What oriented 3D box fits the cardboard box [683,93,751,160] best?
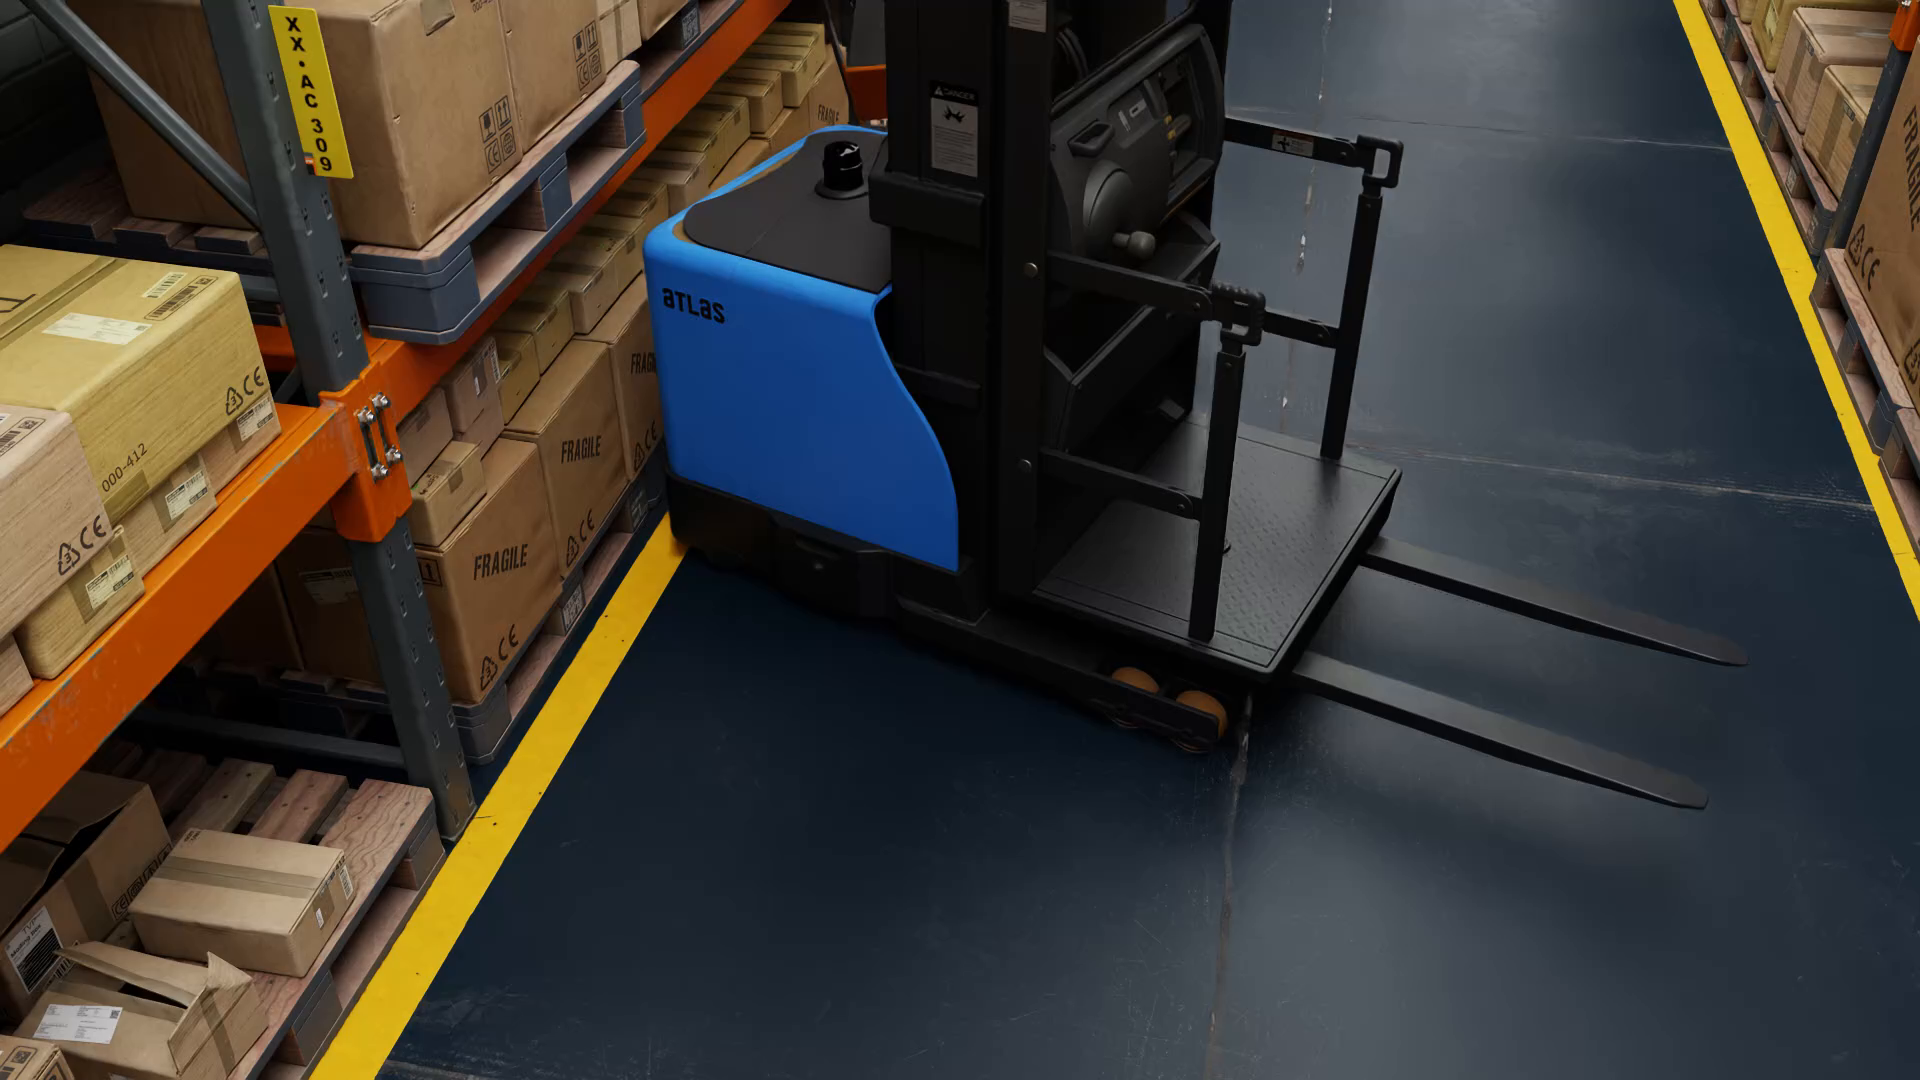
[{"bbox_3d":[-0.976,-1.493,5.973,0.380,0.149,0.250,8,37,11],"label":"cardboard box"}]

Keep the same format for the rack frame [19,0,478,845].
[{"bbox_3d":[-1.745,-0.545,3.446,1.000,3.000,0.127,7,37,10],"label":"rack frame"}]

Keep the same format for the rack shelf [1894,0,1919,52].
[{"bbox_3d":[3.532,-0.780,4.384,1.077,0.370,4.000,7,37,10],"label":"rack shelf"}]

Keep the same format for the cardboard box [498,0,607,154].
[{"bbox_3d":[-1.312,-1.302,4.047,0.700,0.500,0.500,8,37,10],"label":"cardboard box"}]

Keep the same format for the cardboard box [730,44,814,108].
[{"bbox_3d":[-0.776,-1.784,6.374,0.380,0.149,0.250,6,36,8],"label":"cardboard box"}]

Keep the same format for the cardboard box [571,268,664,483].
[{"bbox_3d":[-1.207,-0.544,5.217,0.500,0.500,0.500,6,36,9],"label":"cardboard box"}]

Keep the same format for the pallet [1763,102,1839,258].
[{"bbox_3d":[4.128,-1.537,7.191,1.003,0.211,1.213,7,37,10],"label":"pallet"}]

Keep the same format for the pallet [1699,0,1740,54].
[{"bbox_3d":[4.649,-2.936,9.121,1.003,0.211,1.213,7,37,10],"label":"pallet"}]

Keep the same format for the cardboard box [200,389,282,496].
[{"bbox_3d":[-1.566,-0.229,3.224,0.380,0.149,0.250,8,37,11],"label":"cardboard box"}]

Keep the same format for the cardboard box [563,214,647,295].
[{"bbox_3d":[-1.190,-0.894,5.147,0.380,0.149,0.250,9,37,12],"label":"cardboard box"}]

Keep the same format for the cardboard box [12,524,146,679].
[{"bbox_3d":[-1.632,0.075,2.804,0.380,0.149,0.250,8,37,11],"label":"cardboard box"}]

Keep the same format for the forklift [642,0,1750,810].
[{"bbox_3d":[0.636,-0.974,4.096,3.031,2.935,1.130,19,40,24],"label":"forklift"}]

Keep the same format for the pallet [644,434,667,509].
[{"bbox_3d":[-1.349,-0.589,5.882,1.003,0.211,1.213,7,37,10],"label":"pallet"}]

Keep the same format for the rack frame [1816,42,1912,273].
[{"bbox_3d":[3.960,-2.218,5.755,1.000,3.000,0.127,7,37,10],"label":"rack frame"}]

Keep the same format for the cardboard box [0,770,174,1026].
[{"bbox_3d":[-2.117,0.723,3.630,0.500,0.311,0.500,9,37,12],"label":"cardboard box"}]

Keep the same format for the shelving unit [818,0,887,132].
[{"bbox_3d":[-0.092,-1.588,5.603,0.503,2.100,0.431,-2,60,10],"label":"shelving unit"}]

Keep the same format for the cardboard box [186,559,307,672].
[{"bbox_3d":[-1.929,-0.022,4.496,0.500,0.500,0.500,7,37,10],"label":"cardboard box"}]

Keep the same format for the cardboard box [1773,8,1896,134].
[{"bbox_3d":[4.240,-2.071,7.433,0.950,0.372,0.625,7,36,9],"label":"cardboard box"}]

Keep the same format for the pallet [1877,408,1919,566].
[{"bbox_3d":[3.455,0.051,5.000,1.003,0.211,1.213,7,37,10],"label":"pallet"}]

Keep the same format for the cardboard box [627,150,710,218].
[{"bbox_3d":[-1.059,-1.187,5.552,0.380,0.149,0.250,6,36,8],"label":"cardboard box"}]

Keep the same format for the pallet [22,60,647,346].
[{"bbox_3d":[-1.467,-0.912,4.116,1.003,0.211,1.213,7,37,10],"label":"pallet"}]

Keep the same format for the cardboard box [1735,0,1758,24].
[{"bbox_3d":[4.554,-2.904,8.582,0.950,0.372,0.625,10,37,13],"label":"cardboard box"}]

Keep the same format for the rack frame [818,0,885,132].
[{"bbox_3d":[-0.332,-1.580,5.646,0.015,2.100,0.400,-2,60,10],"label":"rack frame"}]

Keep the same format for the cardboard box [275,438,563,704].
[{"bbox_3d":[-1.422,0.048,4.400,0.500,0.500,0.500,9,37,12],"label":"cardboard box"}]

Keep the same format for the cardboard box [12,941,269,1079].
[{"bbox_3d":[-1.653,0.953,3.351,0.396,0.266,0.258,9,37,12],"label":"cardboard box"}]

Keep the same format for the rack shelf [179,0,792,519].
[{"bbox_3d":[-1.317,-1.400,5.239,1.077,0.370,4.000,7,37,10],"label":"rack shelf"}]

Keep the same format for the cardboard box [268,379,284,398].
[{"bbox_3d":[-1.897,-0.364,4.416,0.380,0.149,0.250,7,37,10],"label":"cardboard box"}]

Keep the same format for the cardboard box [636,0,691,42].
[{"bbox_3d":[-1.145,-1.752,4.668,0.700,0.500,0.500,7,37,10],"label":"cardboard box"}]

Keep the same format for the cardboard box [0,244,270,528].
[{"bbox_3d":[-1.615,-0.282,2.958,0.500,0.250,0.500,8,37,11],"label":"cardboard box"}]

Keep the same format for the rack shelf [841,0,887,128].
[{"bbox_3d":[-0.090,-1.581,5.614,0.480,0.518,0.431,-2,60,10],"label":"rack shelf"}]

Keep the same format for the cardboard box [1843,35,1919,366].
[{"bbox_3d":[3.731,-1.142,5.723,0.875,0.875,0.875,7,37,10],"label":"cardboard box"}]

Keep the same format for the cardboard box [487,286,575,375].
[{"bbox_3d":[-1.336,-0.614,4.760,0.380,0.149,0.250,7,36,9],"label":"cardboard box"}]

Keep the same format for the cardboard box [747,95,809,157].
[{"bbox_3d":[-0.888,-1.441,6.455,0.500,0.500,0.500,7,36,9],"label":"cardboard box"}]

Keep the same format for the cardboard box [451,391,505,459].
[{"bbox_3d":[-1.425,-0.306,4.336,0.380,0.149,0.250,6,36,9],"label":"cardboard box"}]

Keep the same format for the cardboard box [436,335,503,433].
[{"bbox_3d":[-1.399,-0.413,4.230,0.380,0.149,0.250,6,36,8],"label":"cardboard box"}]
